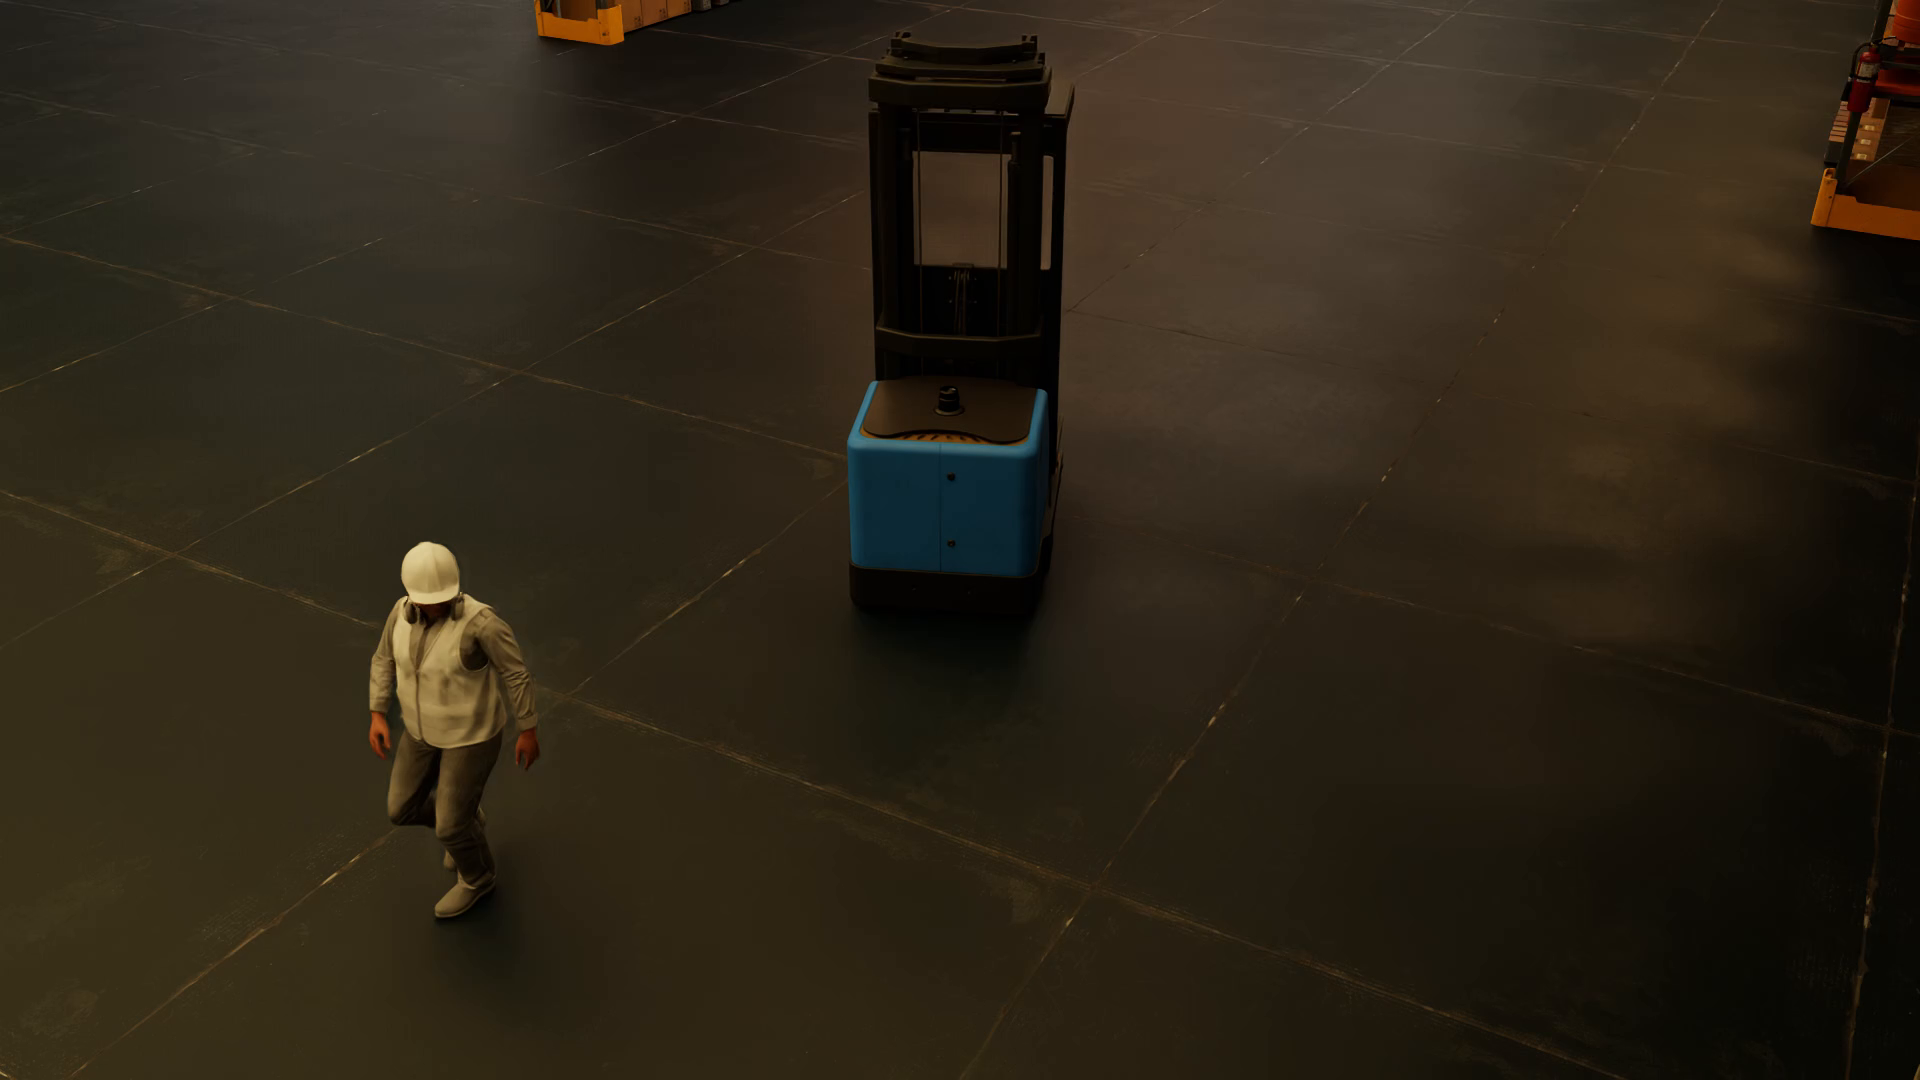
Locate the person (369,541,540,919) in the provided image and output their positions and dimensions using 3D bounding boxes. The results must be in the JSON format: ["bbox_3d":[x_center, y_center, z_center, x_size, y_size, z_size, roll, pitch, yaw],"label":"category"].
[{"bbox_3d":[-2.108,0.795,6.898,0.739,1.732,0.496,17,34,26],"label":"person"}]

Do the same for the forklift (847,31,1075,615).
[{"bbox_3d":[0.072,-1.572,9.794,1.130,2.935,3.031,3,30,6],"label":"forklift"}]
